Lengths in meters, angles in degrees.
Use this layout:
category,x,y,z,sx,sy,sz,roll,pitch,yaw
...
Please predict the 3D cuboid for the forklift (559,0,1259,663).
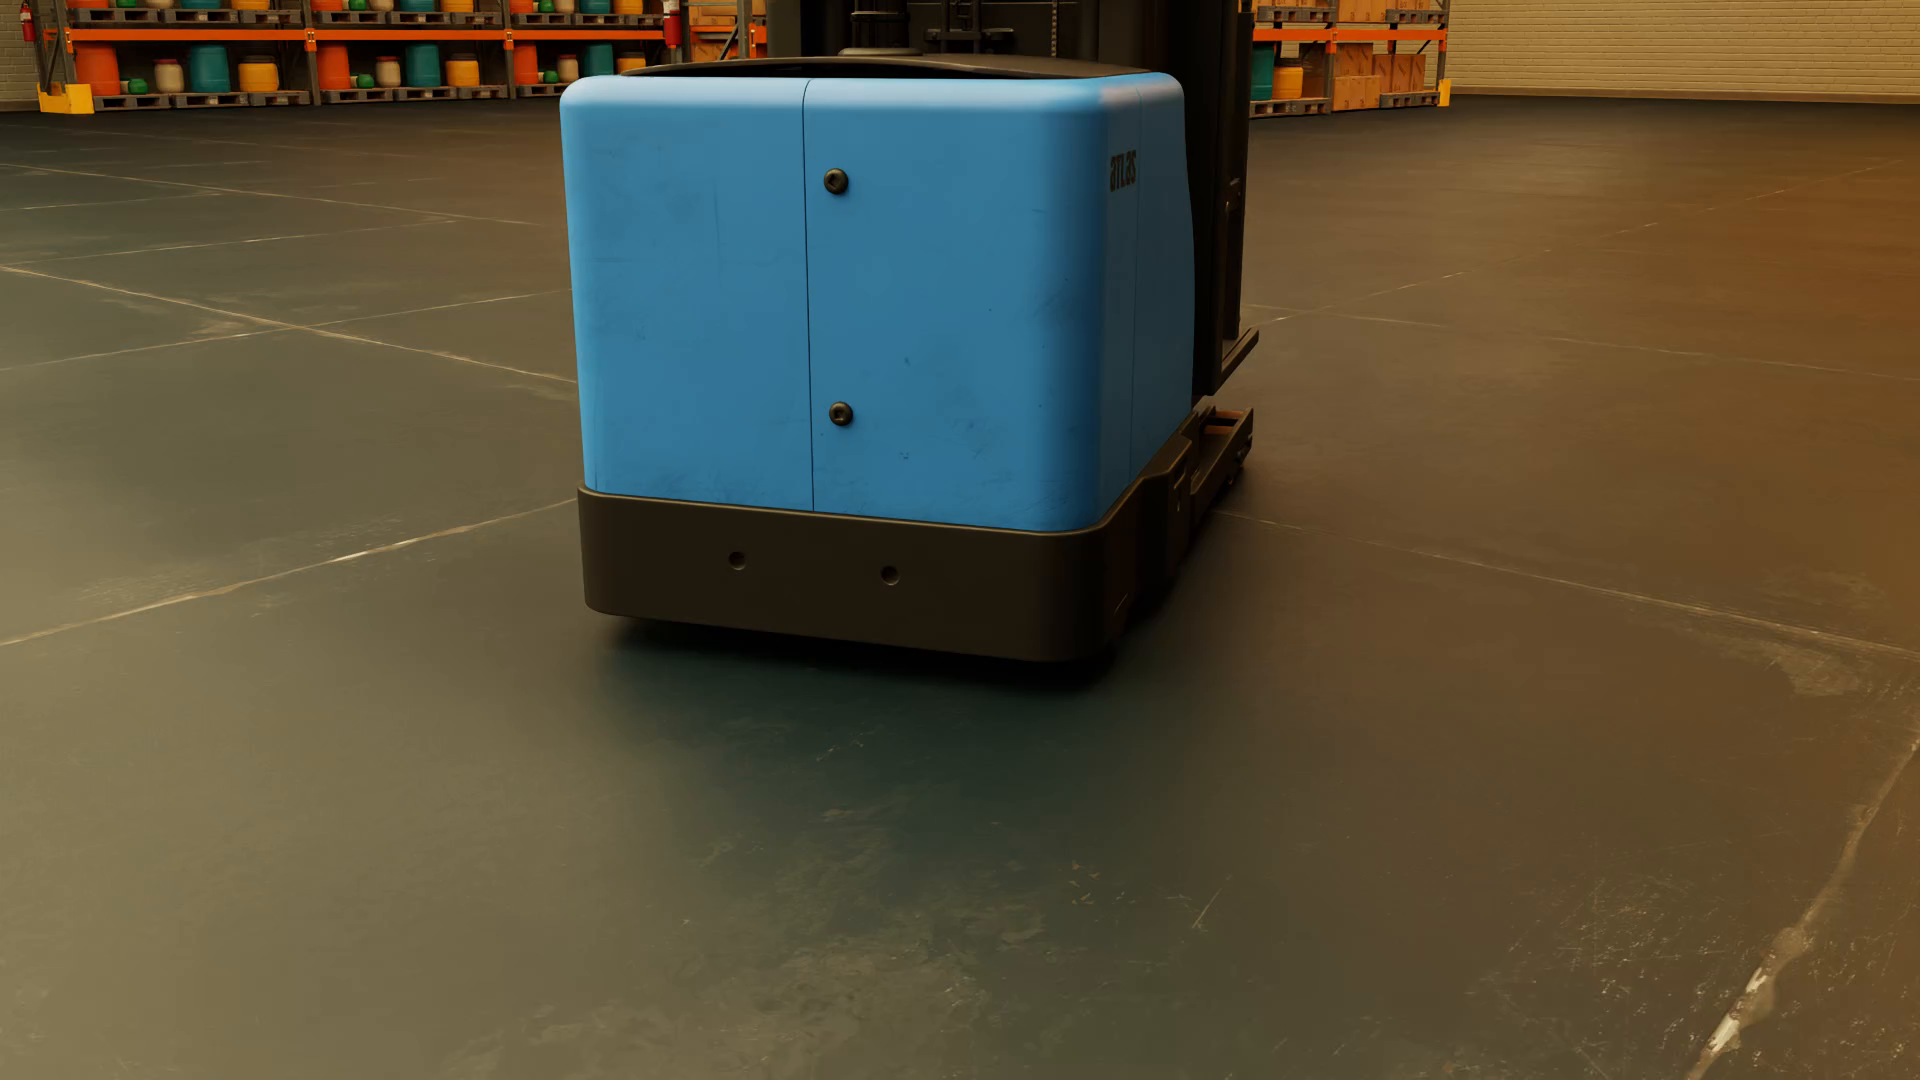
category,x,y,z,sx,sy,sz,roll,pitch,yaw
forklift,0.182,-1.571,4.072,1.130,2.935,3.031,5,18,17
